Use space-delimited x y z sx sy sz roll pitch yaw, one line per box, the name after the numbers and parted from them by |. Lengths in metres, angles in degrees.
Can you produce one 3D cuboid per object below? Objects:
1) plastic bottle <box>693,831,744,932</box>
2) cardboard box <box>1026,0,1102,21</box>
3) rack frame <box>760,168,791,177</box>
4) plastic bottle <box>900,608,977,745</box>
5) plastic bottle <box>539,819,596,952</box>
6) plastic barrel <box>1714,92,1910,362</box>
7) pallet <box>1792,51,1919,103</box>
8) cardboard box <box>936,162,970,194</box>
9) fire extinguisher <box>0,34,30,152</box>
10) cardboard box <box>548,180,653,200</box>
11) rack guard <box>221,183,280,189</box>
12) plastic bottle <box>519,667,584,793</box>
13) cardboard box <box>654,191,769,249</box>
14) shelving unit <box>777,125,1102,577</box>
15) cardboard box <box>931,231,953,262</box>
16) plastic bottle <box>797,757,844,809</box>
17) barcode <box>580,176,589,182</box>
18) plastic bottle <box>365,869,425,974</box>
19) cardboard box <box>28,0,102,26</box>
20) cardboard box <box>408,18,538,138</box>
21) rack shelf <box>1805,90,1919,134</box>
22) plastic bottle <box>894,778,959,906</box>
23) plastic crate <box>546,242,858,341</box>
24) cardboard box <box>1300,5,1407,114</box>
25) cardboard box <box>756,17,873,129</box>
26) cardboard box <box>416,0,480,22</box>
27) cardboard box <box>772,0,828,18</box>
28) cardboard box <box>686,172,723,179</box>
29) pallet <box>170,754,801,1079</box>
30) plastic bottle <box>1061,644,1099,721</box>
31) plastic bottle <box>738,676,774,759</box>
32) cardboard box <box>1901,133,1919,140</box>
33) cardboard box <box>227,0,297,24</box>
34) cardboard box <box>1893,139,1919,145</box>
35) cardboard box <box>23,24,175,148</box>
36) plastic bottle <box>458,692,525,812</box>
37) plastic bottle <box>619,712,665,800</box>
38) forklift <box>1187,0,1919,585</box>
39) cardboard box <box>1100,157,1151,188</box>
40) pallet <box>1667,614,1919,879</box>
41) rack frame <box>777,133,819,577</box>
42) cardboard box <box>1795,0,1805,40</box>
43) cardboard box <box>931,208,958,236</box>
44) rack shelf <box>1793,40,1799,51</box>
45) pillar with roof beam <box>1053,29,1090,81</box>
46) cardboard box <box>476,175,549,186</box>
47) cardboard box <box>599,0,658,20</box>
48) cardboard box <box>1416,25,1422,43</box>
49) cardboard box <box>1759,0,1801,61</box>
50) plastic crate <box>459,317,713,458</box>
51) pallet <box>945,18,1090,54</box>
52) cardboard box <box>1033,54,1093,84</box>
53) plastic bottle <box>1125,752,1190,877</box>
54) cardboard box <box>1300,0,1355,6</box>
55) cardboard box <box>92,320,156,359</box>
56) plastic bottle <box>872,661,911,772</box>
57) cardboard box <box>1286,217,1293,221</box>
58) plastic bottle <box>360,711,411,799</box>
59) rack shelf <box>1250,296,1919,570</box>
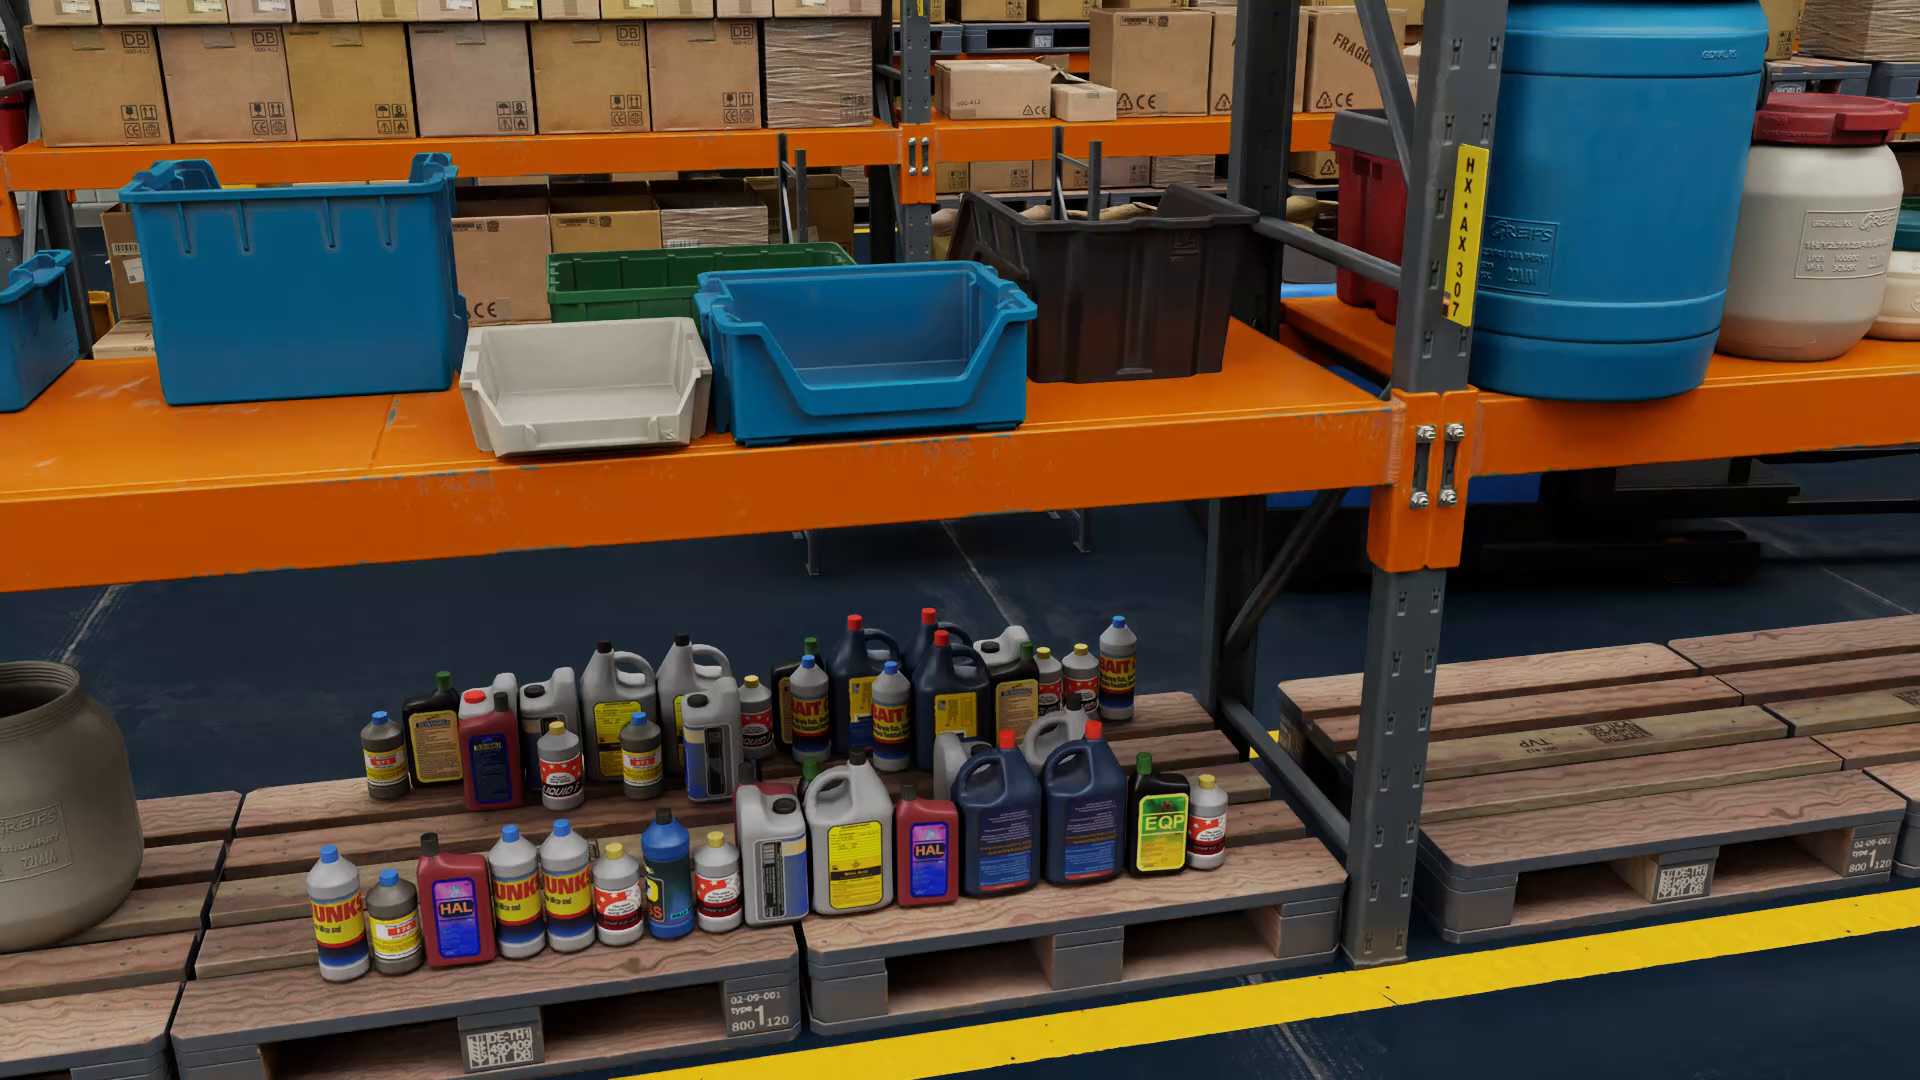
-0.504 0.703 3.462 0.097 0.201 0.097 0 20 0 | plastic bottle
0.776 -4.362 13.077 0.500 0.500 0.700 -5 21 -12 | cardboard box
-1.454 -3.939 12.705 0.127 3.000 1.000 -5 21 -12 | rack frame
-0.056 0.340 4.237 0.185 0.351 0.144 -4 21 -11 | plastic bottle
-0.800 0.695 3.384 0.097 0.271 0.097 0 20 0 | plastic bottle
1.807 -0.688 3.635 0.433 0.535 0.433 0 20 0 | plastic barrel
5.473 -2.663 9.501 1.213 0.211 1.003 -5 21 -12 | pallet
-0.251 -3.093 13.391 0.500 0.500 0.700 -5 21 -14 | cardboard box
-4.426 -2.074 7.728 0.183 0.674 0.296 -5 21 -12 | fire extinguisher
-1.807 -1.528 8.421 0.500 0.500 0.500 -5 21 -12 | cardboard box
-5.273 -2.454 12.288 0.348 0.500 1.175 -5 21 -12 | rack guard
-0.994 0.453 4.038 0.135 0.276 0.152 -5 21 -14 | plastic bottle
-1.201 -1.393 8.054 0.500 0.500 0.500 -5 21 -12 | cardboard box
-0.083 -0.697 6.038 1.048 1.500 0.538 -5 21 -12 | shelving unit
0.149 -1.399 8.346 0.500 0.311 0.500 -5 21 -12 | cardboard box
-0.285 0.603 3.618 0.133 0.283 0.061 -5 21 -12 | plastic bottle
-2.922 -2.796 12.930 0.075 0.075 0.001 -5 21 -12 | barcode
-1.131 0.754 3.323 0.097 0.201 0.097 0 20 0 | plastic bottle
-3.772 -2.275 7.075 0.250 0.149 0.380 -5 21 -13 | cardboard box
-2.240 -2.167 7.724 0.500 0.500 0.700 -4 21 -11 | cardboard box
5.528 -2.418 9.600 4.000 0.370 1.077 -5 21 -12 | rack shelf
-0.071 0.636 3.527 0.133 0.283 0.061 -3 20 -9 | plastic bottle
-0.561 -0.510 3.654 0.662 0.188 0.450 -5 21 -12 | plastic crate
1.953 -2.506 8.649 0.500 0.500 0.500 -6 21 -15 | cardboard box
-0.741 -2.290 8.061 0.500 0.500 0.700 -5 21 -14 | cardboard box
-2.276 -2.396 7.406 0.250 0.149 0.380 -4 21 -12 | cardboard box
-0.767 -2.520 7.745 0.250 0.149 0.380 -5 21 -14 | cardboard box
-1.968 -2.762 12.974 0.250 0.166 0.380 -7 21 -20 | cardboard box
-1.028 0.824 3.758 1.213 0.211 1.003 -5 21 -12 | pallet
0.315 0.372 4.368 0.097 0.201 0.097 0 20 0 | plastic bottle
-0.520 0.440 4.182 0.097 0.201 0.097 0 20 0 | plastic bottle
8.589 -3.743 15.196 0.500 0.500 0.700 -5 21 -14 | cardboard box
-3.027 -2.335 7.239 0.250 0.149 0.380 -5 21 -13 | cardboard box
5.974 -2.263 10.036 0.500 0.250 0.500 -5 21 -12 | cardboard box
-3.746 -2.044 7.387 0.500 0.500 0.700 -5 21 -12 | cardboard box
-1.104 0.496 3.909 0.133 0.283 0.061 -5 21 -12 | plastic bottle
-0.764 0.510 3.989 0.097 0.201 0.097 0 20 0 | plastic bottle
2.421 -1.402 5.881 3.031 2.935 1.130 -1 20 -4 | forklift
1.221 -3.212 13.716 0.500 0.500 0.700 -5 21 -13 | cardboard box
2.770 0.514 4.604 1.213 0.211 1.003 -5 21 -12 | pallet
-0.578 -0.657 5.928 0.032 1.500 0.500 -5 21 -12 | rack frame
6.863 -4.750 14.485 0.700 0.700 0.980 -4 21 -12 | cardboard box
0.017 -1.578 8.833 0.500 0.311 0.500 -5 21 -12 | cardboard box
8.277 -4.392 14.990 4.000 0.370 1.077 -5 21 -12 | rack shelf
1.965 -5.818 9.113 0.400 9.000 9.100 -5 21 -12 | pillar with roof beam
-3.373 -2.766 12.499 0.500 0.500 0.700 -6 21 -16 | cardboard box
-1.517 -2.459 7.578 0.250 0.149 0.380 -5 21 -13 | cardboard box
3.804 -4.189 13.727 0.250 0.149 0.380 -4 21 -11 | cardboard box
4.169 -2.929 9.194 0.500 0.500 0.700 -12 24 -31 | cardboard box
-0.697 -0.285 3.116 0.437 0.136 0.530 -5 21 -12 | plastic crate
0.521 -3.995 13.138 1.213 0.211 1.003 -5 21 -12 | pallet
0.502 -2.349 8.561 0.258 0.266 0.396 -5 21 -14 | cardboard box
0.433 0.595 3.639 0.133 0.283 0.061 -4 20 -10 | plastic bottle
2.970 -4.404 13.369 0.500 0.500 0.500 -4 21 -11 | cardboard box
-3.631 -0.838 7.629 0.500 0.250 0.500 -5 21 -12 | cardboard box
-0.169 0.429 4.109 0.097 0.271 0.097 0 20 0 | plastic bottle
1.498 -1.699 9.162 0.500 0.311 0.500 -5 21 -13 | cardboard box
-1.381 0.510 3.991 0.097 0.201 0.097 0 20 0 | plastic bottle
2.772 -0.443 4.208 4.000 0.370 1.077 -5 21 -12 | rack shelf
